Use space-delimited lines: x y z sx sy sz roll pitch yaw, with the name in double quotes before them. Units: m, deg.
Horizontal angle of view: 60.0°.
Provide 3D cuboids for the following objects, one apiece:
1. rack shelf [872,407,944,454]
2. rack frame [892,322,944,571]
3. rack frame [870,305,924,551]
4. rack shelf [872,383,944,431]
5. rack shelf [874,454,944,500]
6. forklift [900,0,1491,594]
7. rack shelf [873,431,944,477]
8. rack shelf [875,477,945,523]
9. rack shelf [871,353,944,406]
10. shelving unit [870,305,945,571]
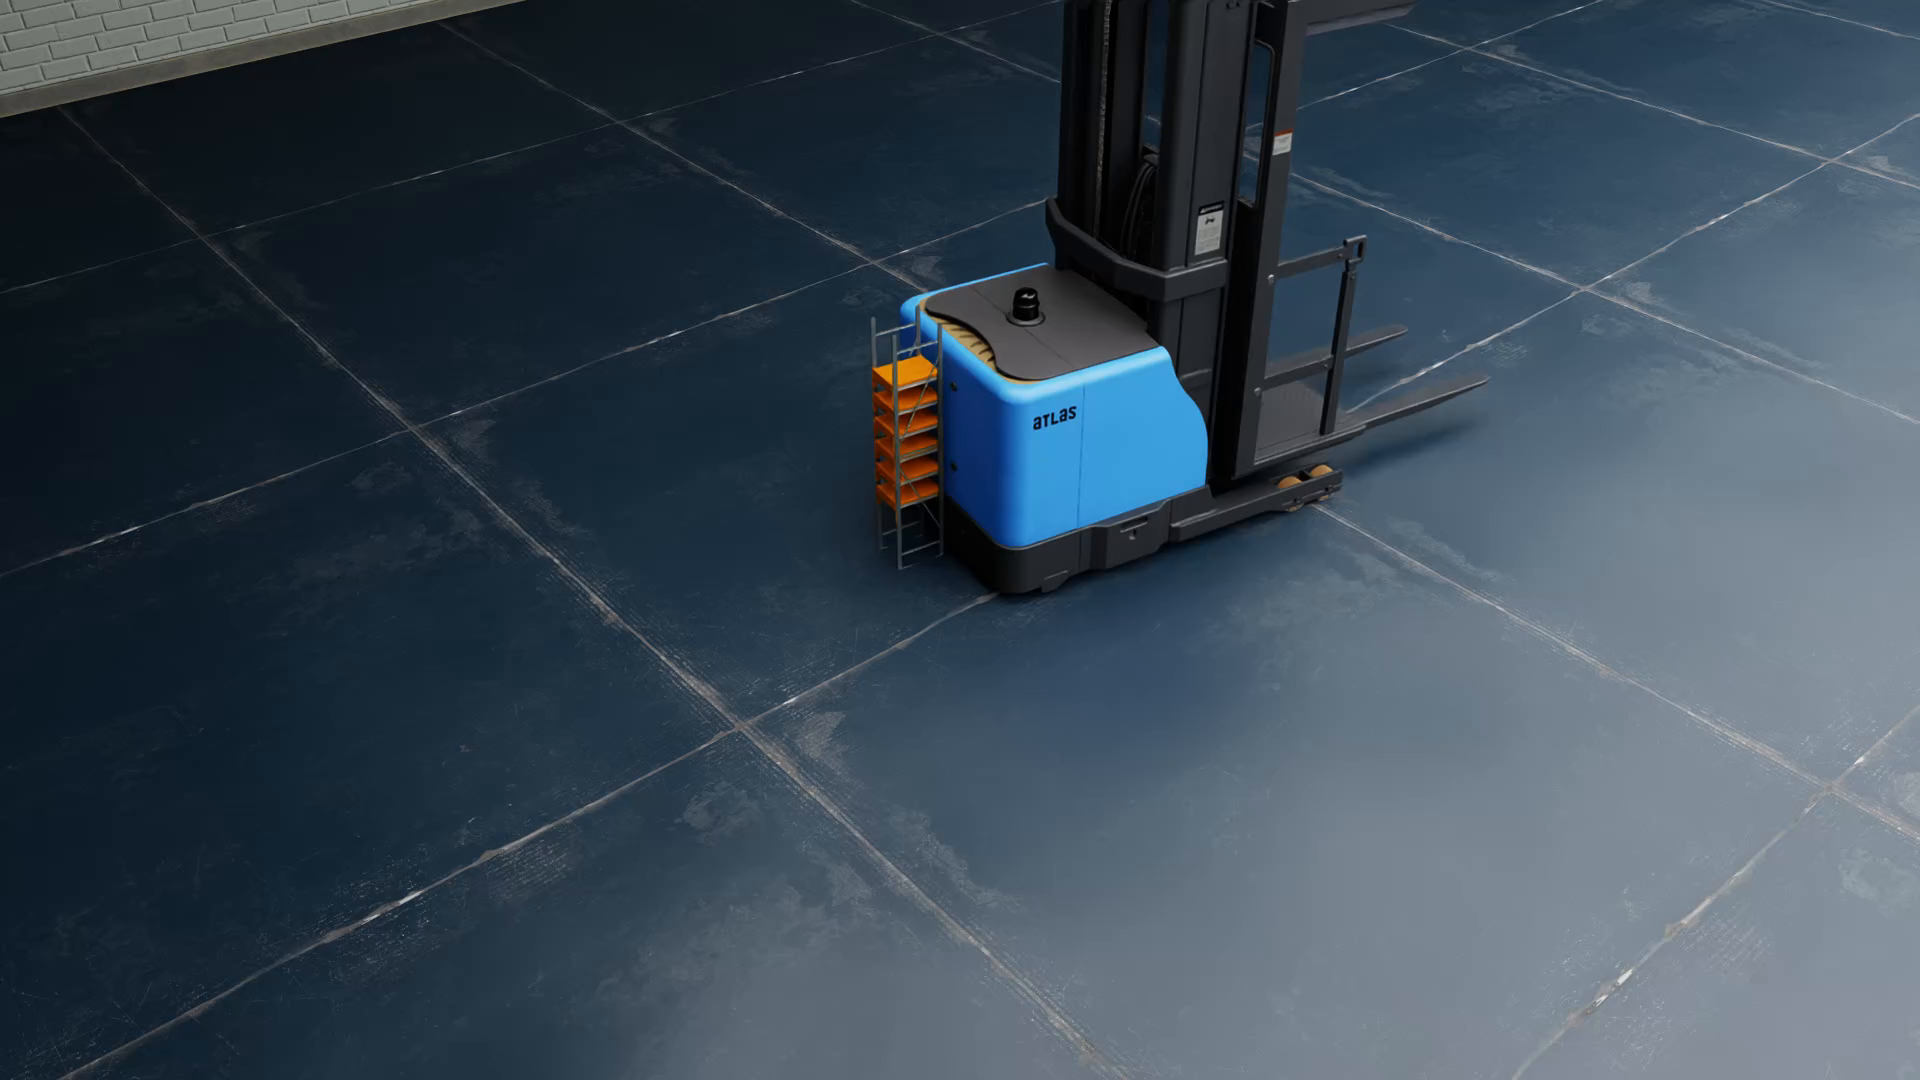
"rack shelf" -0.226 -0.494 7.278 0.258 0.103 0.180 -19 40 -25
"rack frame" -0.178 -0.387 7.258 0.240 1.200 0.006 -19 40 -25
"rack frame" -0.274 -0.477 7.386 0.240 1.200 0.006 -19 40 -25
"rack shelf" -0.226 -0.592 7.209 0.258 0.103 0.180 -19 40 -25
"rack shelf" -0.226 -0.298 7.417 0.258 0.103 0.180 -19 40 -25
"forklift" 1.251 -1.578 7.442 3.031 2.935 1.130 -18 39 -24
"rack shelf" -0.226 -0.396 7.348 0.258 0.103 0.180 -19 40 -25
"rack shelf" -0.226 -0.200 7.486 0.258 0.103 0.180 -19 40 -25
"rack shelf" -0.226 -0.690 7.140 0.258 0.103 0.180 -19 40 -25
"shelving unit" -0.226 -0.432 7.322 0.258 1.200 0.189 -19 40 -25
